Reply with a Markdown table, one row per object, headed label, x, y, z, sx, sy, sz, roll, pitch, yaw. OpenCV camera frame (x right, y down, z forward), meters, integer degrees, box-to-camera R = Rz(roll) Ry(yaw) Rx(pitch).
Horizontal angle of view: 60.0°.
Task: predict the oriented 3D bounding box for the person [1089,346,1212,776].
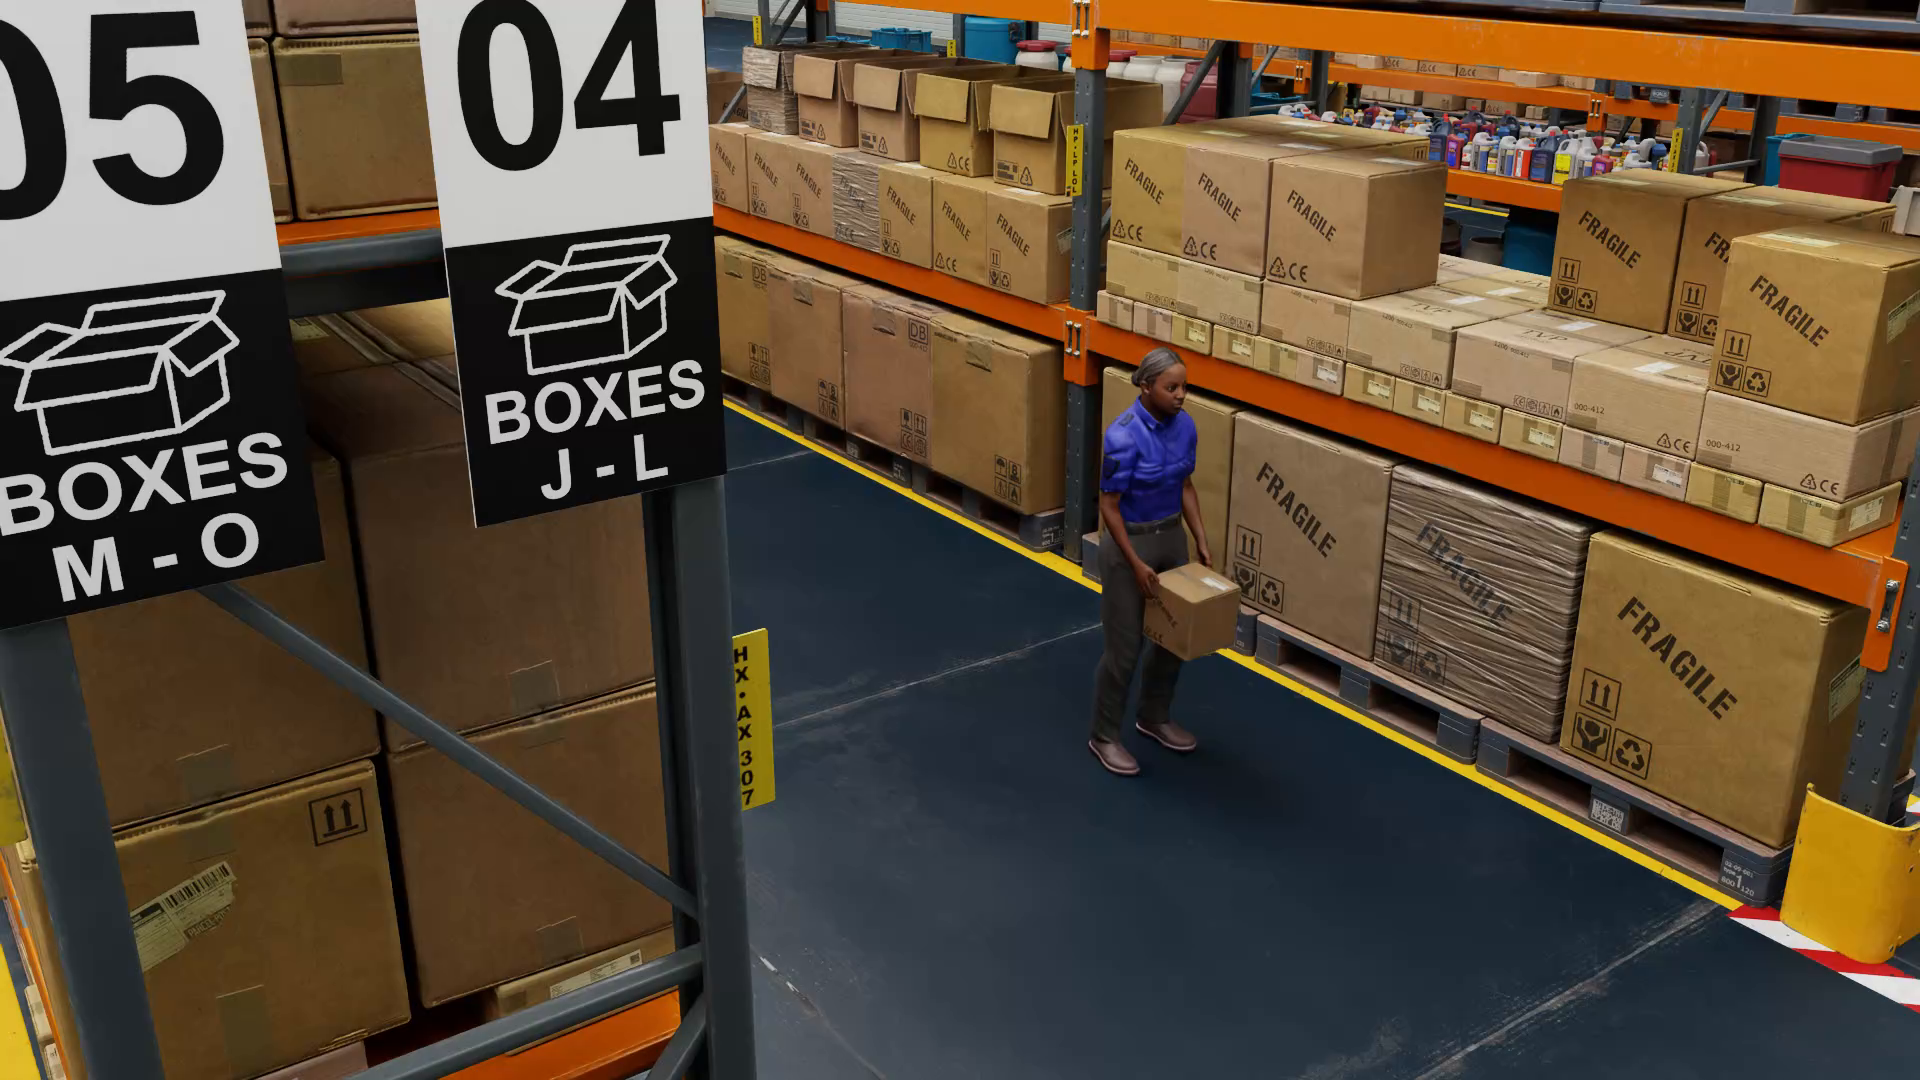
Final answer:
| label | x | y | z | sx | sy | sz | roll | pitch | yaw |
| --- | --- | --- | --- | --- | --- | --- | --- | --- | --- |
| person | 0.737 | 0.066 | 6.414 | 0.486 | 1.662 | 0.365 | -15 | 26 | -34 |
